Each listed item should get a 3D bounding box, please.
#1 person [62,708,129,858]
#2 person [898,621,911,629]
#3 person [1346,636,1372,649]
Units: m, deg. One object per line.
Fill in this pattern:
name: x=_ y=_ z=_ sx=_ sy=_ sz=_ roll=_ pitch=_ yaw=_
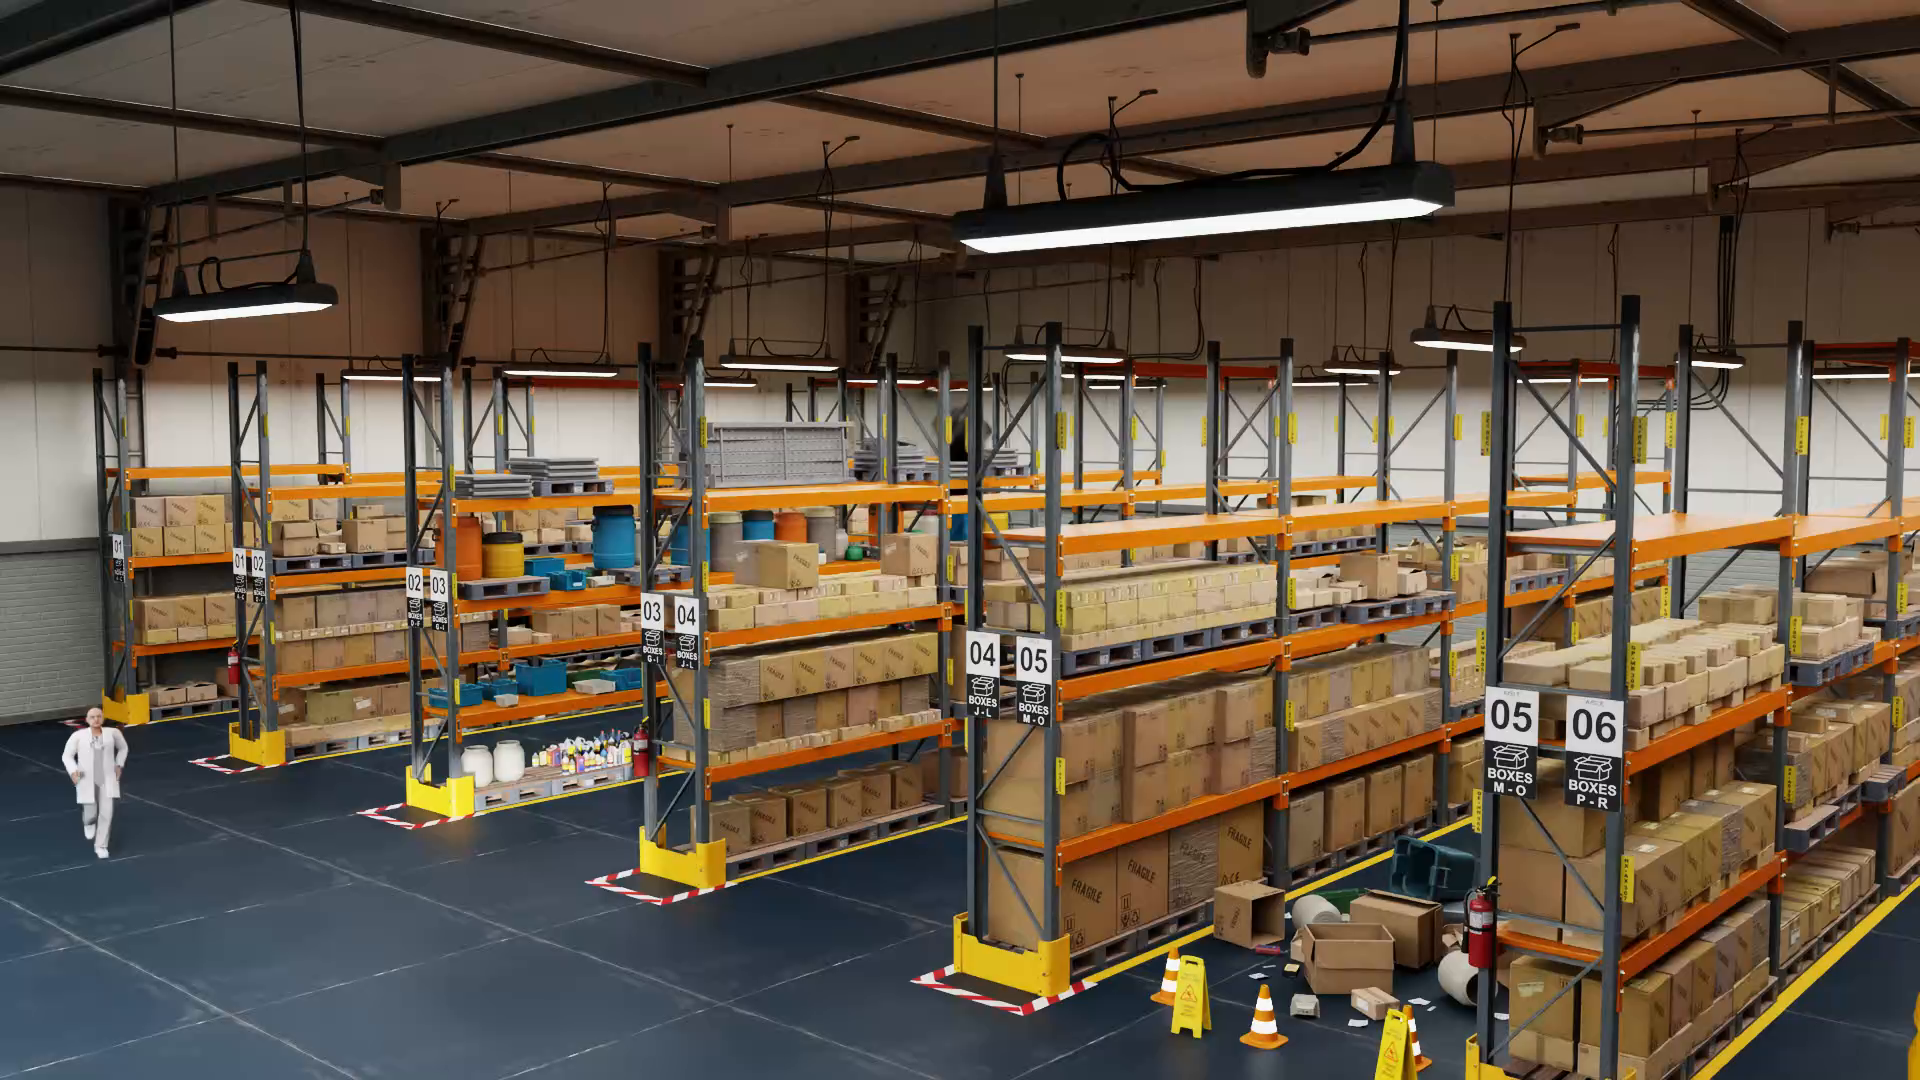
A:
person: x=-10.243 y=2.855 z=19.749 sx=0.712 sy=1.747 sz=0.781 roll=-3 pitch=5 yaw=-33
person: x=-1.011 y=1.674 z=32.868 sx=0.575 sy=1.608 sz=0.622 roll=3 pitch=5 yaw=31
person: x=6.486 y=2.305 z=26.795 sx=0.674 sy=1.828 sz=0.796 roll=3 pitch=5 yaw=37
